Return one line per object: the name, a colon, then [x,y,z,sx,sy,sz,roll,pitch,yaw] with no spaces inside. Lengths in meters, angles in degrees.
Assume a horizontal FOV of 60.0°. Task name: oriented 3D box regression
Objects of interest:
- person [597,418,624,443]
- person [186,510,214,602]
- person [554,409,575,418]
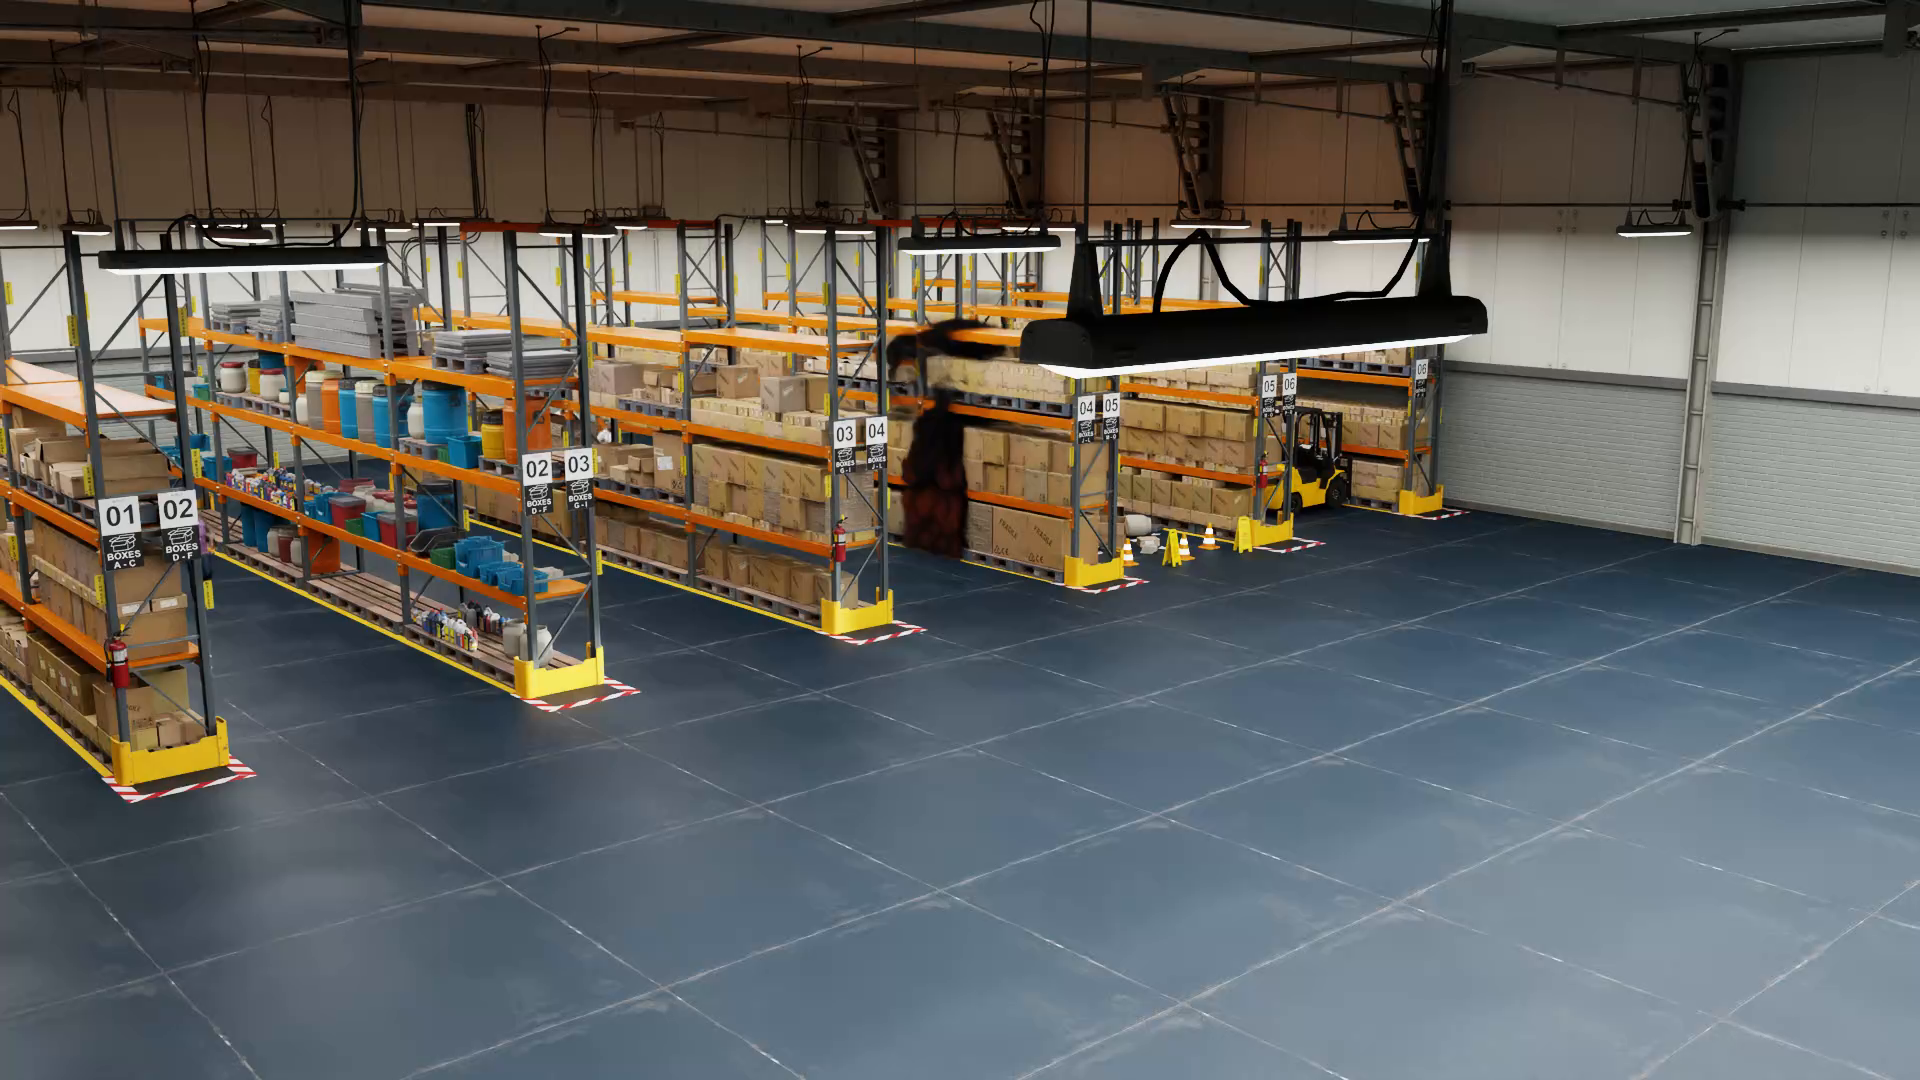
person: [-7.685,-1.838,36.639,0.672,1.745,0.598,-8,14,-34]
person: [-12.159,0.264,26.571,0.567,1.604,0.650,-10,15,-39]
person: [-9.494,-2.499,39.922,0.745,1.723,0.656,2,12,10]
